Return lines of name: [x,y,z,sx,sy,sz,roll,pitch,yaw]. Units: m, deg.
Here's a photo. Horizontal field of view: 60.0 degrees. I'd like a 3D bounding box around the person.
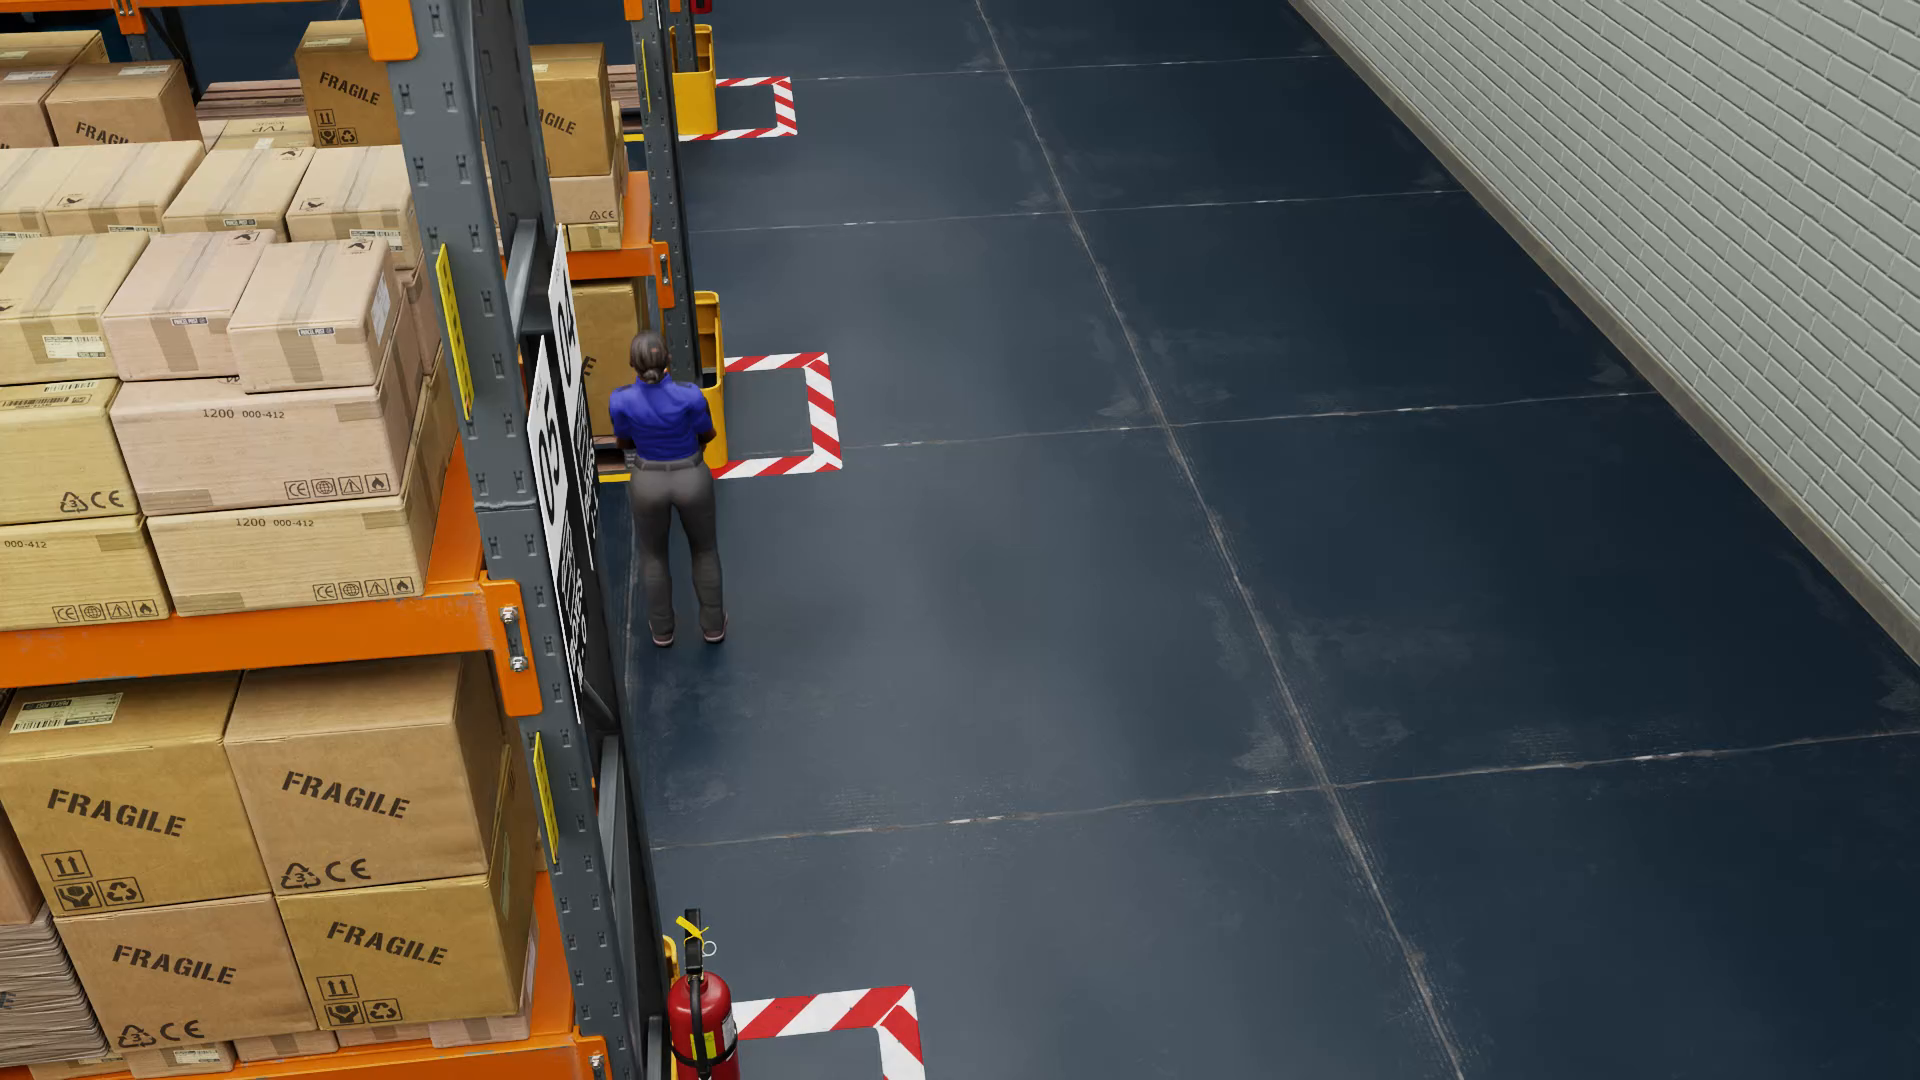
person: [-1.311,-0.280,7.558,0.450,1.646,0.523,-4,35,-6]
